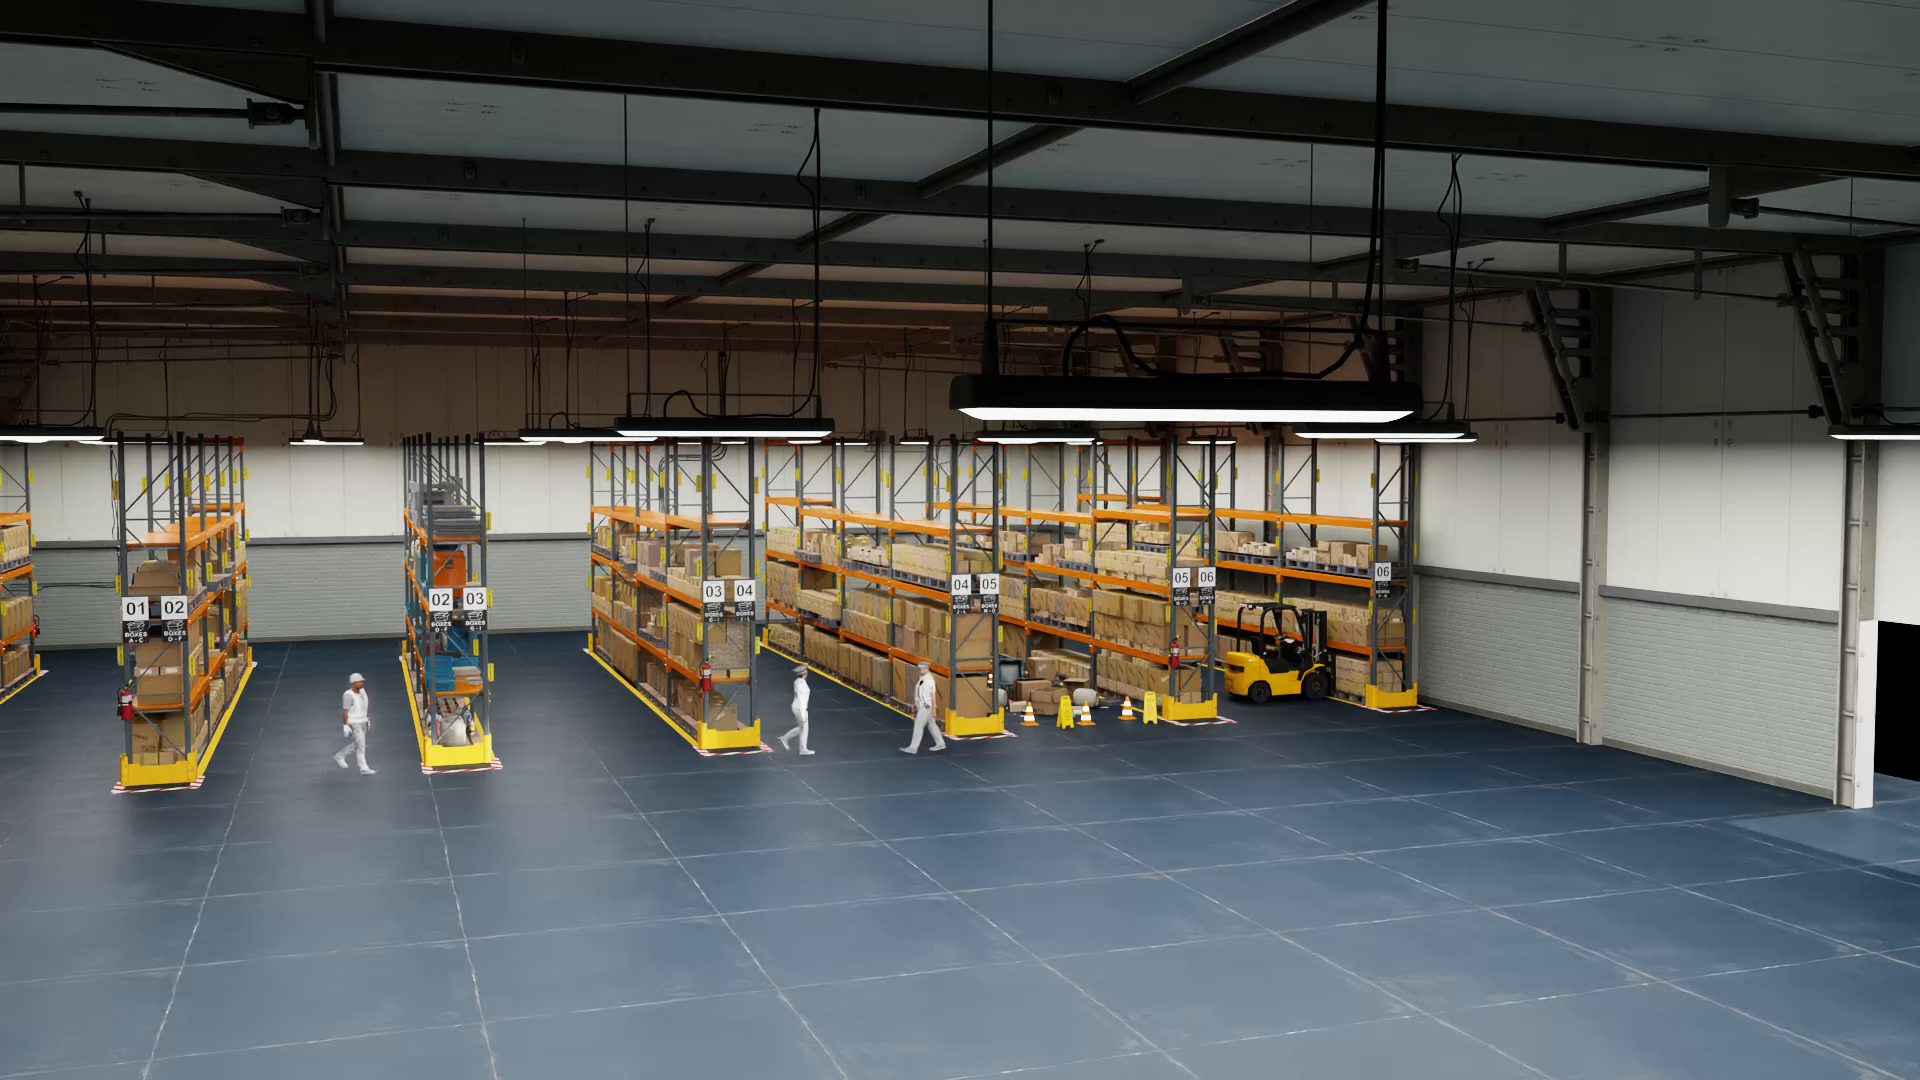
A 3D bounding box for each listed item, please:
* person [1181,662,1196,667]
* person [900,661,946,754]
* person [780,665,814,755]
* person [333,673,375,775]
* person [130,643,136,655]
[{"bbox_3d":[5.488,2.735,39.585,0.468,1.623,0.469,-1,3,-18],"label":"person"},{"bbox_3d":[-0.700,3.129,31.202,0.908,1.718,0.550,-1,3,-9],"label":"person"},{"bbox_3d":[-3.020,3.152,30.957,0.619,1.666,0.479,0,3,0],"label":"person"},{"bbox_3d":[-10.636,3.216,29.237,0.905,1.759,0.621,1,3,13],"label":"person"},{"bbox_3d":[-22.199,2.398,45.063,0.852,1.639,0.455,1,3,17],"label":"person"}]
